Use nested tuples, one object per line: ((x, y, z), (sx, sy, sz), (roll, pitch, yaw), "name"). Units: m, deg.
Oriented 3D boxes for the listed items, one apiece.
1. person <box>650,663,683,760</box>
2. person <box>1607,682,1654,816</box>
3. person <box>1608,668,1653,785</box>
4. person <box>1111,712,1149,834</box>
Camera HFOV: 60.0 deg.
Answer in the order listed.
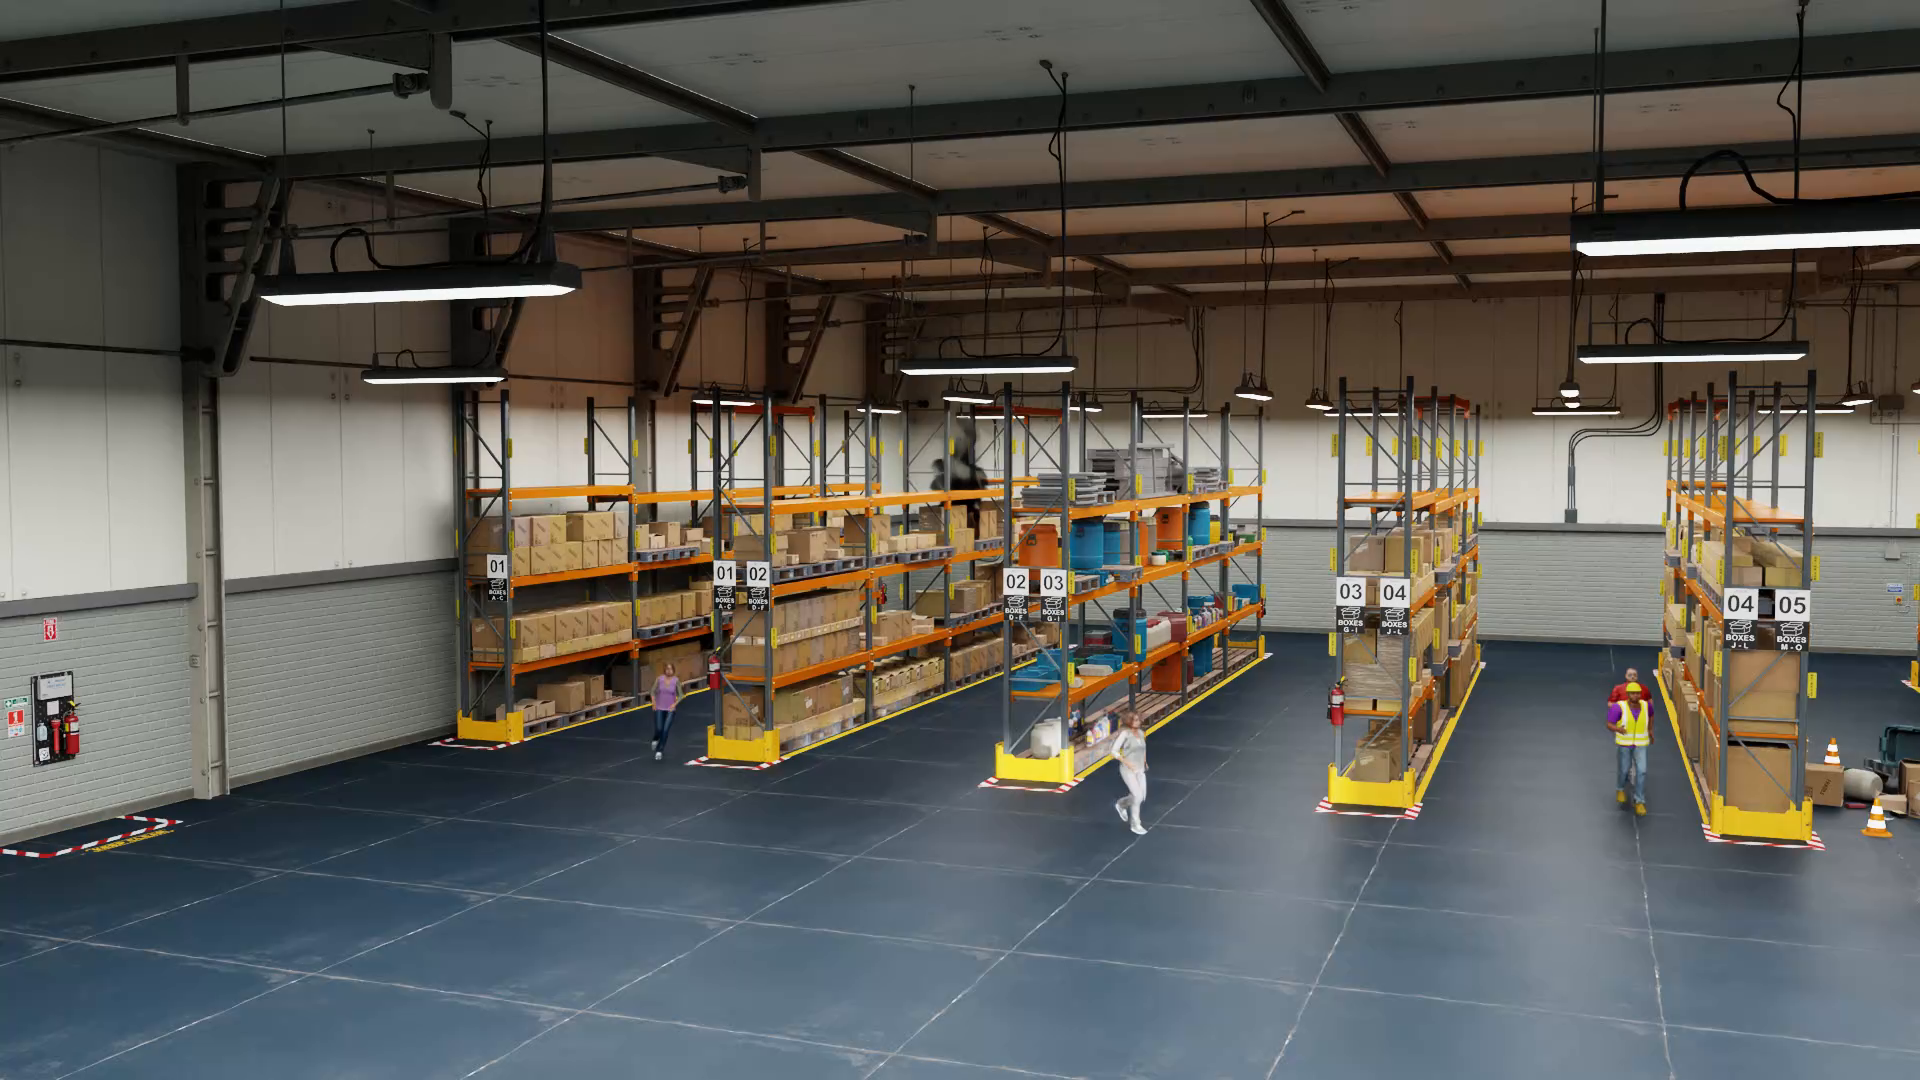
((-4.746, 2.761, 26.915), (0.532, 1.562, 0.516), (-1, 3, -10), "person")
((9.275, 2.835, 22.999), (0.650, 1.775, 0.953), (1, 3, 14), "person")
((10.125, 2.787, 25.095), (0.663, 1.714, 0.816), (1, 3, 12), "person")
((2.204, 3.028, 21.741), (0.547, 1.576, 0.603), (-3, 4, -40), "person")
